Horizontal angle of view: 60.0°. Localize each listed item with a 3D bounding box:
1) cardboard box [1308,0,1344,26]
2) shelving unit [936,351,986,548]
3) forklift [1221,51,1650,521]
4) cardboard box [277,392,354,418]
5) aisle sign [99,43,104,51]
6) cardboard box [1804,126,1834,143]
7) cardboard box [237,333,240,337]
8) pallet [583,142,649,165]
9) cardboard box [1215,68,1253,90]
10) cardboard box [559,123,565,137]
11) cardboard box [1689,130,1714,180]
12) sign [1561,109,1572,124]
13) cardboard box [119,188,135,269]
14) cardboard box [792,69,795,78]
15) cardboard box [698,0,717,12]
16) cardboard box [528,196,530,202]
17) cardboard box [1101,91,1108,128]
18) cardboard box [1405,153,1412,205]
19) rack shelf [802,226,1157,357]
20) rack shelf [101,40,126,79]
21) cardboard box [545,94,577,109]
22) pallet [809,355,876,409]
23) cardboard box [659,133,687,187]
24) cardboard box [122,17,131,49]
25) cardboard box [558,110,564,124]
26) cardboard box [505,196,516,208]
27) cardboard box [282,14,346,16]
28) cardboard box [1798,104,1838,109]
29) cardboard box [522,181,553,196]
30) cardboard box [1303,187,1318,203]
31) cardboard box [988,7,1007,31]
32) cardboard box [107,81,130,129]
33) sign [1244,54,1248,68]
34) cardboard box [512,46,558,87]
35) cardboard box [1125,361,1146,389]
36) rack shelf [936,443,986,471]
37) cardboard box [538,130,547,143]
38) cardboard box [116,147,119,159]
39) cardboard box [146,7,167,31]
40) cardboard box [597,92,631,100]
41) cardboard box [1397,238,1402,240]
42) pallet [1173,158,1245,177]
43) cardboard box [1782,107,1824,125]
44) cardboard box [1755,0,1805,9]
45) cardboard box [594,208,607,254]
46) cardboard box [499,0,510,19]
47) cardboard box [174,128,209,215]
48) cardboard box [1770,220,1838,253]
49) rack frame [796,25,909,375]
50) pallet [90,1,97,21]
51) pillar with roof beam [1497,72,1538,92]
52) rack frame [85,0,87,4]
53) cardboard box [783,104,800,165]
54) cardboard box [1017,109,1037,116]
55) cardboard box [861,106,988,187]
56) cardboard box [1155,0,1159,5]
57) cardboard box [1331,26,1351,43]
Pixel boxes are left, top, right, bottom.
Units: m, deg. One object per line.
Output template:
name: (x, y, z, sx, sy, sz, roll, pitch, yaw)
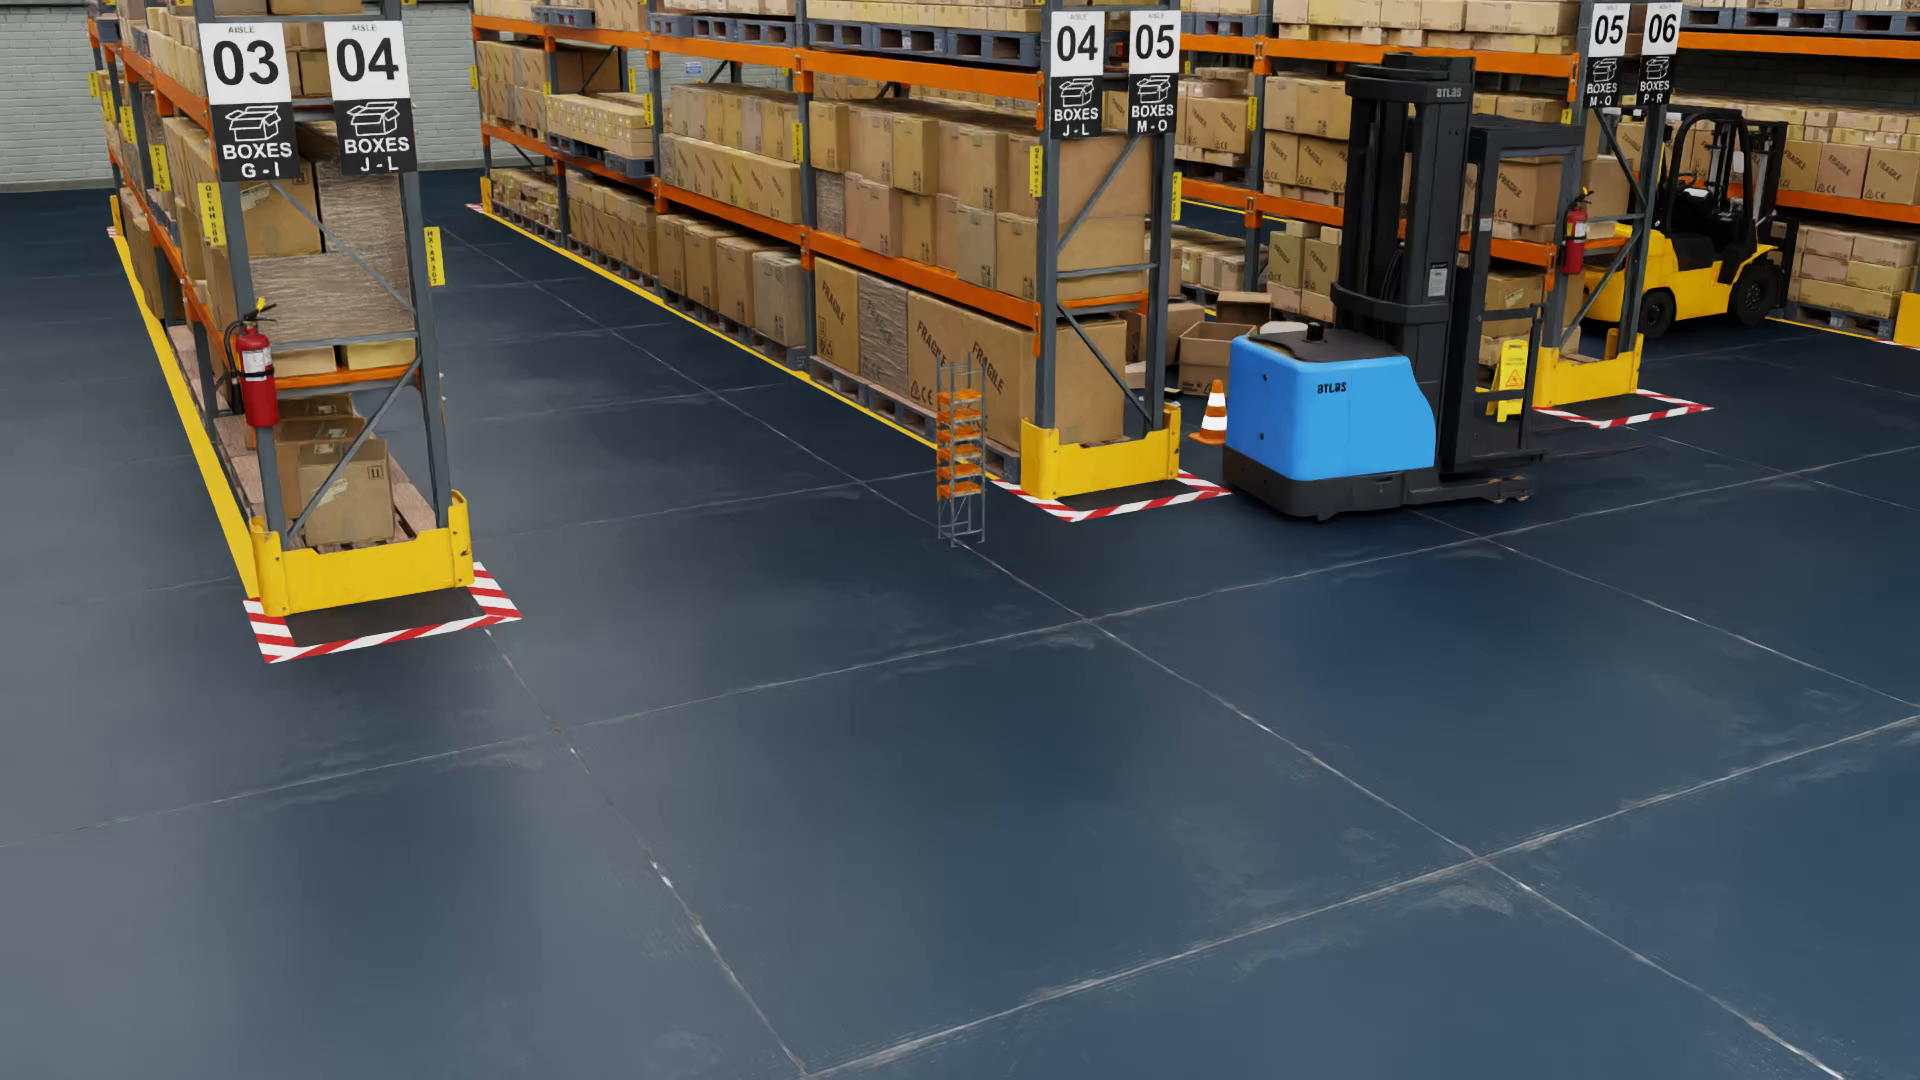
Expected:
cardboard box: (3.615, -4.950, 15.552, 0.500, 0.250, 0.500, -10, 21, -27)
shelving unit: (0.007, -0.563, 10.424, 0.258, 1.200, 0.189, -10, 21, -27)
forklift: (3.413, -1.789, 11.323, 3.031, 2.935, 1.130, -7, 20, -19)
cardboard box: (-4.530, -0.809, 11.565, 0.500, 0.500, 0.500, -12, 22, -31)
aisle sign: (-11.324, -6.890, 22.015, 0.394, 0.787, 0.004, -10, 21, -27)
cardboard box: (8.756, -4.104, 16.778, 0.380, 0.149, 0.250, -11, 22, -28)
cardboard box: (-4.027, -1.161, 9.782, 0.380, 0.149, 0.250, -10, 21, -27)
pallet: (-3.790, -4.601, 19.661, 1.003, 0.211, 1.213, -10, 21, -27)
cardboard box: (4.240, -6.767, 24.847, 0.700, 0.500, 0.500, -10, 21, -26)
cardboard box: (-4.679, -5.022, 20.329, 0.380, 0.149, 0.250, -10, 21, -26)
cardboard box: (8.245, -4.134, 17.861, 0.500, 0.500, 0.500, -10, 22, -27)
sign: (4.795, -3.245, 13.179, 0.100, 0.325, 0.005, -10, 21, -27)
cardboard box: (-8.805, -3.552, 18.941, 1.225, 0.875, 0.875, -10, 21, -26)
cardboard box: (-2.327, -7.560, 26.256, 0.500, 0.500, 0.500, -11, 22, -28)
cardboard box: (-2.182, -5.218, 15.896, 0.500, 0.311, 0.500, -10, 22, -28)
cardboard box: (-5.795, -4.781, 23.160, 0.380, 0.149, 0.250, -9, 21, -24)
cardboard box: (1.758, -4.998, 19.265, 0.500, 0.500, 0.500, -9, 21, -24)
cardboard box: (4.325, -3.219, 14.751, 0.500, 0.500, 0.500, -10, 21, -27)
rack shelf: (0.035, -2.067, 13.127, 1.077, 0.370, 4.000, -10, 21, -27)
rack shelf: (-8.177, -5.043, 17.150, 1.077, 0.370, 4.000, -10, 21, -27)
cardboard box: (-4.931, -5.455, 20.670, 0.380, 0.149, 0.250, -9, 21, -24)
pallet: (-0.622, -1.433, 14.460, 1.003, 0.211, 1.213, -10, 21, -27)
cardboard box: (-2.838, -4.006, 17.490, 0.500, 0.500, 0.500, -10, 21, -26)
cardboard box: (-6.985, -4.416, 14.461, 0.500, 0.250, 0.500, -9, 21, -25)
cardboard box: (-4.683, -5.166, 20.289, 0.380, 0.149, 0.250, -9, 21, -25)
cardboard box: (-6.301, -4.854, 23.827, 0.380, 0.149, 0.250, -10, 21, -26)
cardboard box: (-3.800, -3.047, 9.883, 0.380, 0.149, 0.250, -10, 21, -27)
cardboard box: (8.979, -4.471, 17.387, 0.380, 0.149, 0.250, -10, 21, -26)
cardboard box: (-5.796, -4.835, 22.859, 0.380, 0.149, 0.250, -11, 22, -29)
cardboard box: (3.580, -3.382, 16.220, 0.380, 0.149, 0.250, -10, 21, -27)
cardboard box: (0.410, -3.494, 11.147, 0.380, 0.149, 0.250, -10, 21, -26)
cardboard box: (-9.580, -5.054, 19.302, 0.500, 0.500, 0.500, -9, 21, -25)
sign: (4.448, -7.478, 25.929, 0.100, 0.325, 0.005, -10, 21, -27)
cardboard box: (-5.656, -6.328, 22.230, 0.500, 0.500, 0.500, -9, 21, -25)
cardboard box: (1.522, -1.481, 14.516, 0.396, 0.266, 0.258, -6, 20, -17)
rack shelf: (0.007, -0.521, 10.438, 0.258, 0.103, 0.180, -10, 21, -27)
cardboard box: (-5.273, -5.262, 21.668, 0.380, 0.149, 0.250, -11, 22, -28)
cardboard box: (-9.804, -4.604, 19.762, 0.380, 0.149, 0.250, -10, 22, -28)
cardboard box: (-5.445, -3.637, 11.592, 0.380, 0.149, 0.250, -11, 22, -28)
cardboard box: (-4.351, -5.554, 20.958, 0.380, 0.149, 0.250, -9, 21, -24)
cardboard box: (4.154, -2.756, 16.443, 0.500, 0.500, 0.500, -10, 21, -26)
pallet: (2.470, -4.273, 18.710, 1.003, 0.211, 1.213, -10, 21, -27)
cardboard box: (8.610, -4.314, 16.932, 0.380, 0.149, 0.250, -10, 21, -26)
cardboard box: (8.593, -5.684, 16.952, 0.797, 0.503, 0.637, -9, 21, -25)
cardboard box: (-4.083, -3.742, 20.065, 0.500, 0.500, 0.500, -10, 21, -26)
cardboard box: (-5.887, -7.157, 22.406, 0.500, 0.250, 0.500, -10, 21, -27)
cardboard box: (-4.862, -2.447, 10.983, 0.500, 0.500, 0.500, -10, 21, -27)
cardboard box: (8.671, -3.143, 17.180, 0.500, 0.250, 0.500, -10, 21, -26)
rack frame: (-0.915, -2.981, 14.673, 1.000, 3.000, 0.127, -10, 21, -27)
pallet: (-10.081, -6.501, 20.410, 1.003, 0.211, 1.213, -10, 21, -27)
pillar with roof beam: (3.484, -7.630, 18.947, 9.100, 9.000, 0.400, -10, 21, -27)
rack frame: (-11.026, -8.523, 21.535, 1.000, 3.000, 0.127, -10, 21, -27)
cardboard box: (-1.156, -3.643, 14.904, 0.700, 0.500, 0.500, -10, 22, -28)
cardboard box: (1.041, -5.191, 20.539, 0.500, 0.250, 0.500, -10, 21, -27)
cardboard box: (-0.271, -3.135, 13.234, 0.875, 0.550, 0.550, -10, 21, -27)
cardboard box: (2.244, -5.959, 18.545, 0.797, 0.503, 0.637, -10, 21, -27)
cardboard box: (3.700, -4.733, 15.536, 0.380, 0.149, 0.250, -9, 21, -25)
